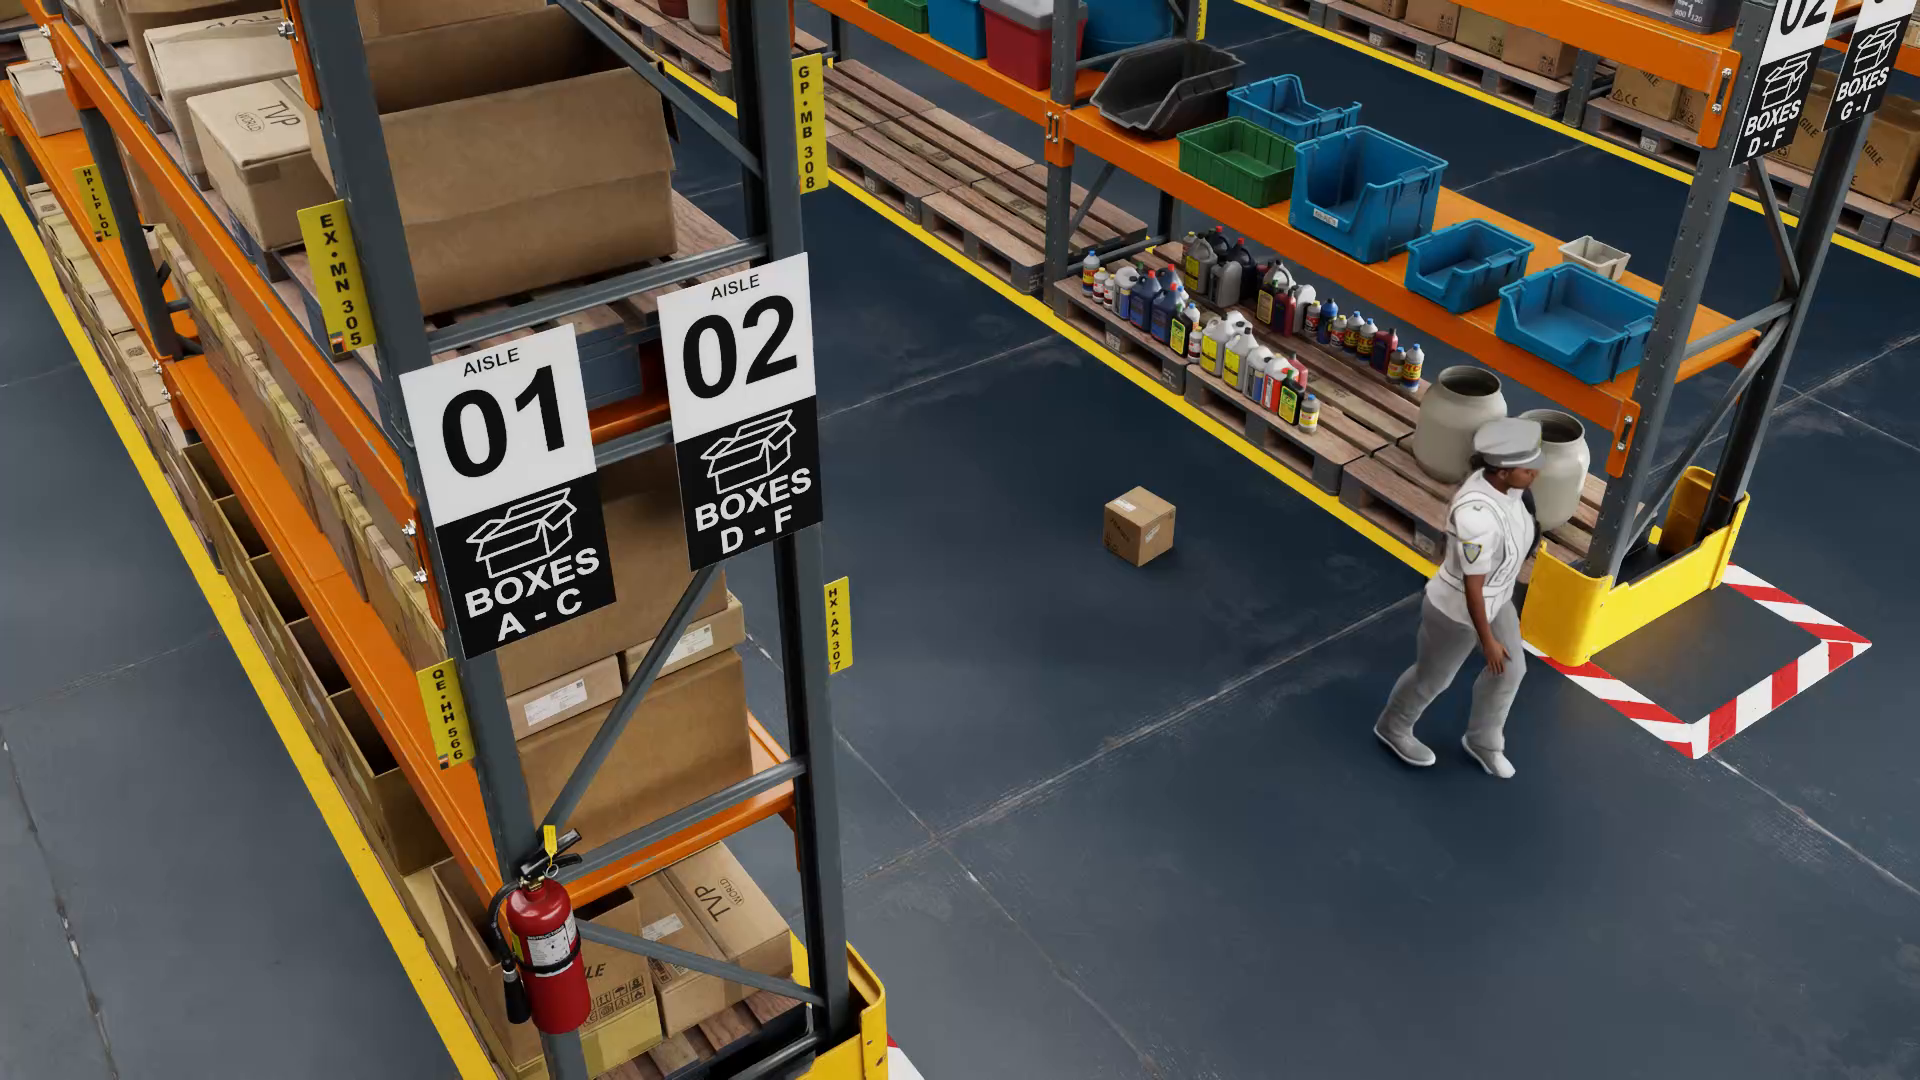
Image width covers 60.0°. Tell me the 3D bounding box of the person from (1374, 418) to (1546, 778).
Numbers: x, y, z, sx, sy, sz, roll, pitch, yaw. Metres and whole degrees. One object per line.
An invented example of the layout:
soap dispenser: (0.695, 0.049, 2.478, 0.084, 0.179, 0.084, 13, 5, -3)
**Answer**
person: (2.056, 0.292, 6.625, 0.596, 1.752, 0.463, 25, 43, 29)
